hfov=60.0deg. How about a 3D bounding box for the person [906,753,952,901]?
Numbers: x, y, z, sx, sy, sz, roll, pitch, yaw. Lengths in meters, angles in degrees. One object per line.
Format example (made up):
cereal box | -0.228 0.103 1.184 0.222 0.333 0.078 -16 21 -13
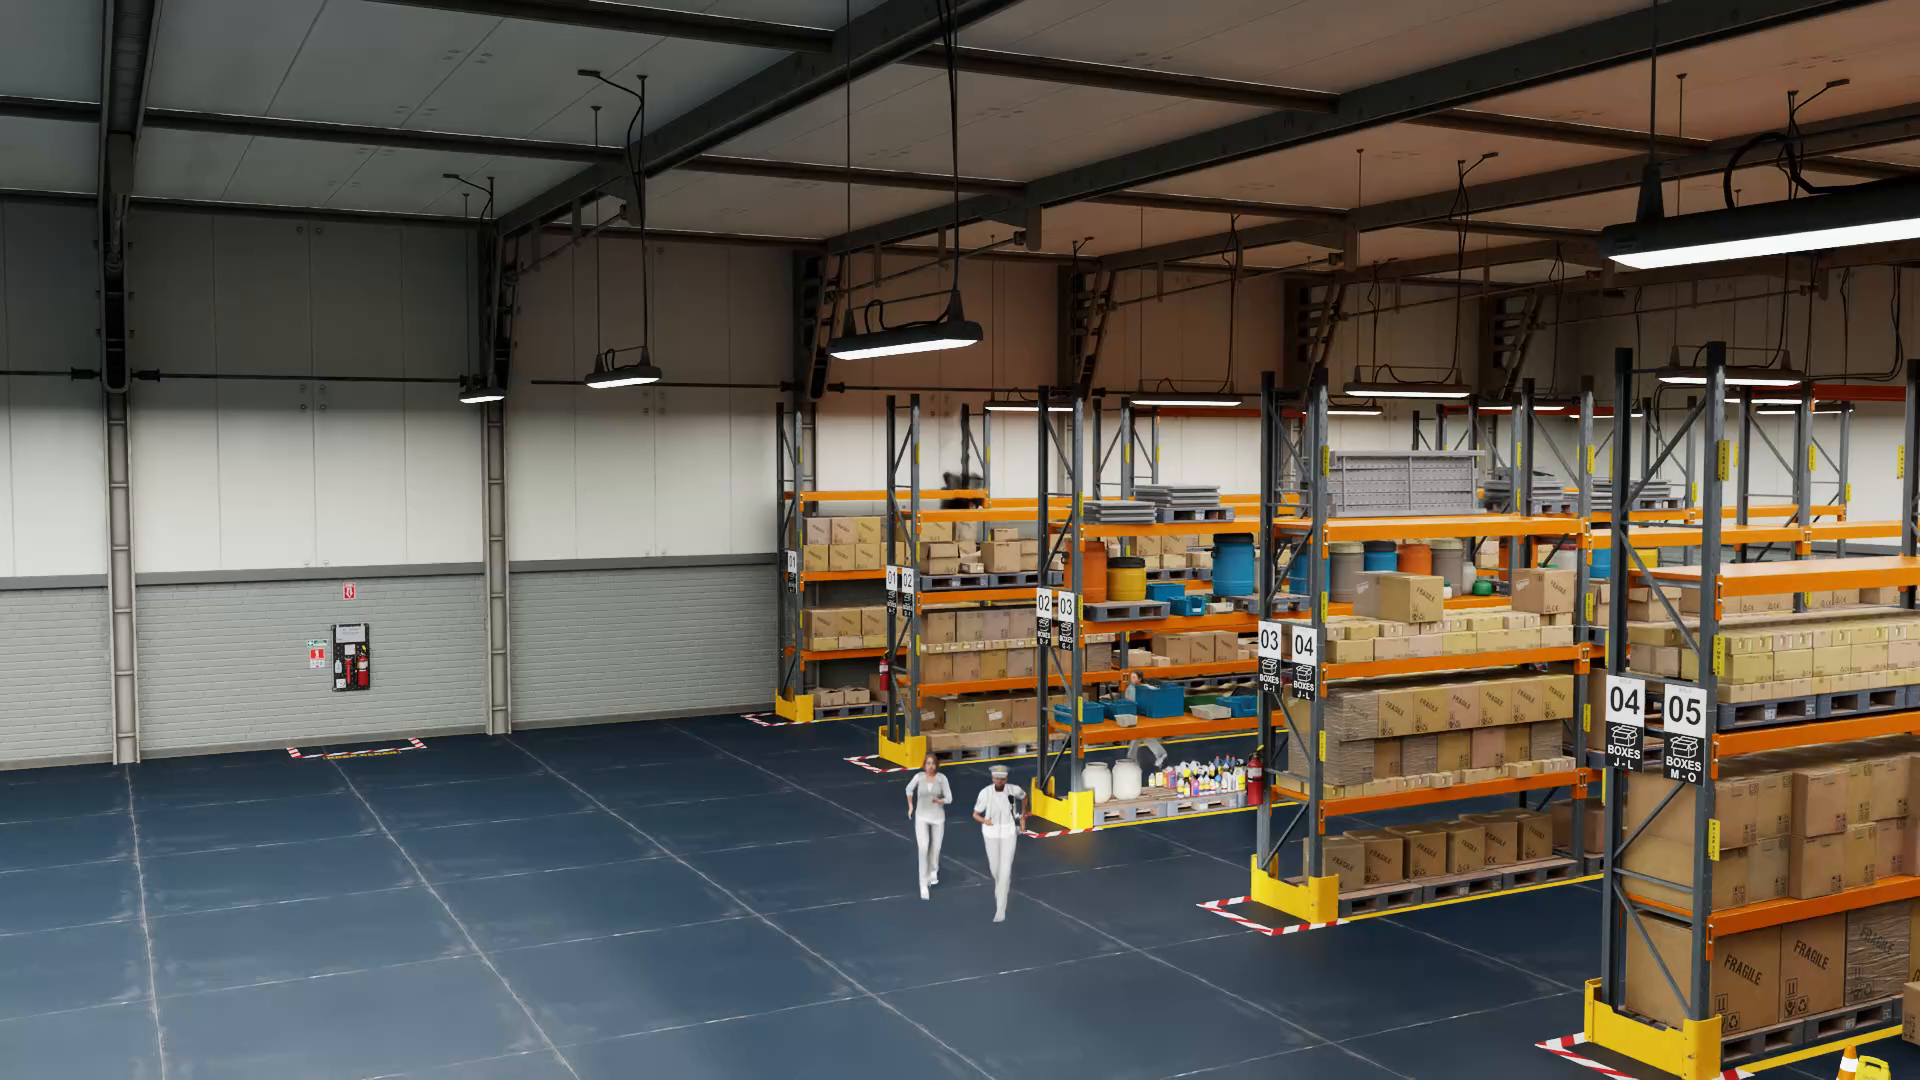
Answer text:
person | -0.352 3.272 19.198 0.510 1.645 0.733 0 3 -6

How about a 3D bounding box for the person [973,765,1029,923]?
person | 0.456 3.304 18.452 0.606 1.718 0.927 0 3 4

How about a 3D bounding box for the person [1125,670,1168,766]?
person | 2.928 2.872 26.283 1.012 1.653 0.567 -3 4 -39
